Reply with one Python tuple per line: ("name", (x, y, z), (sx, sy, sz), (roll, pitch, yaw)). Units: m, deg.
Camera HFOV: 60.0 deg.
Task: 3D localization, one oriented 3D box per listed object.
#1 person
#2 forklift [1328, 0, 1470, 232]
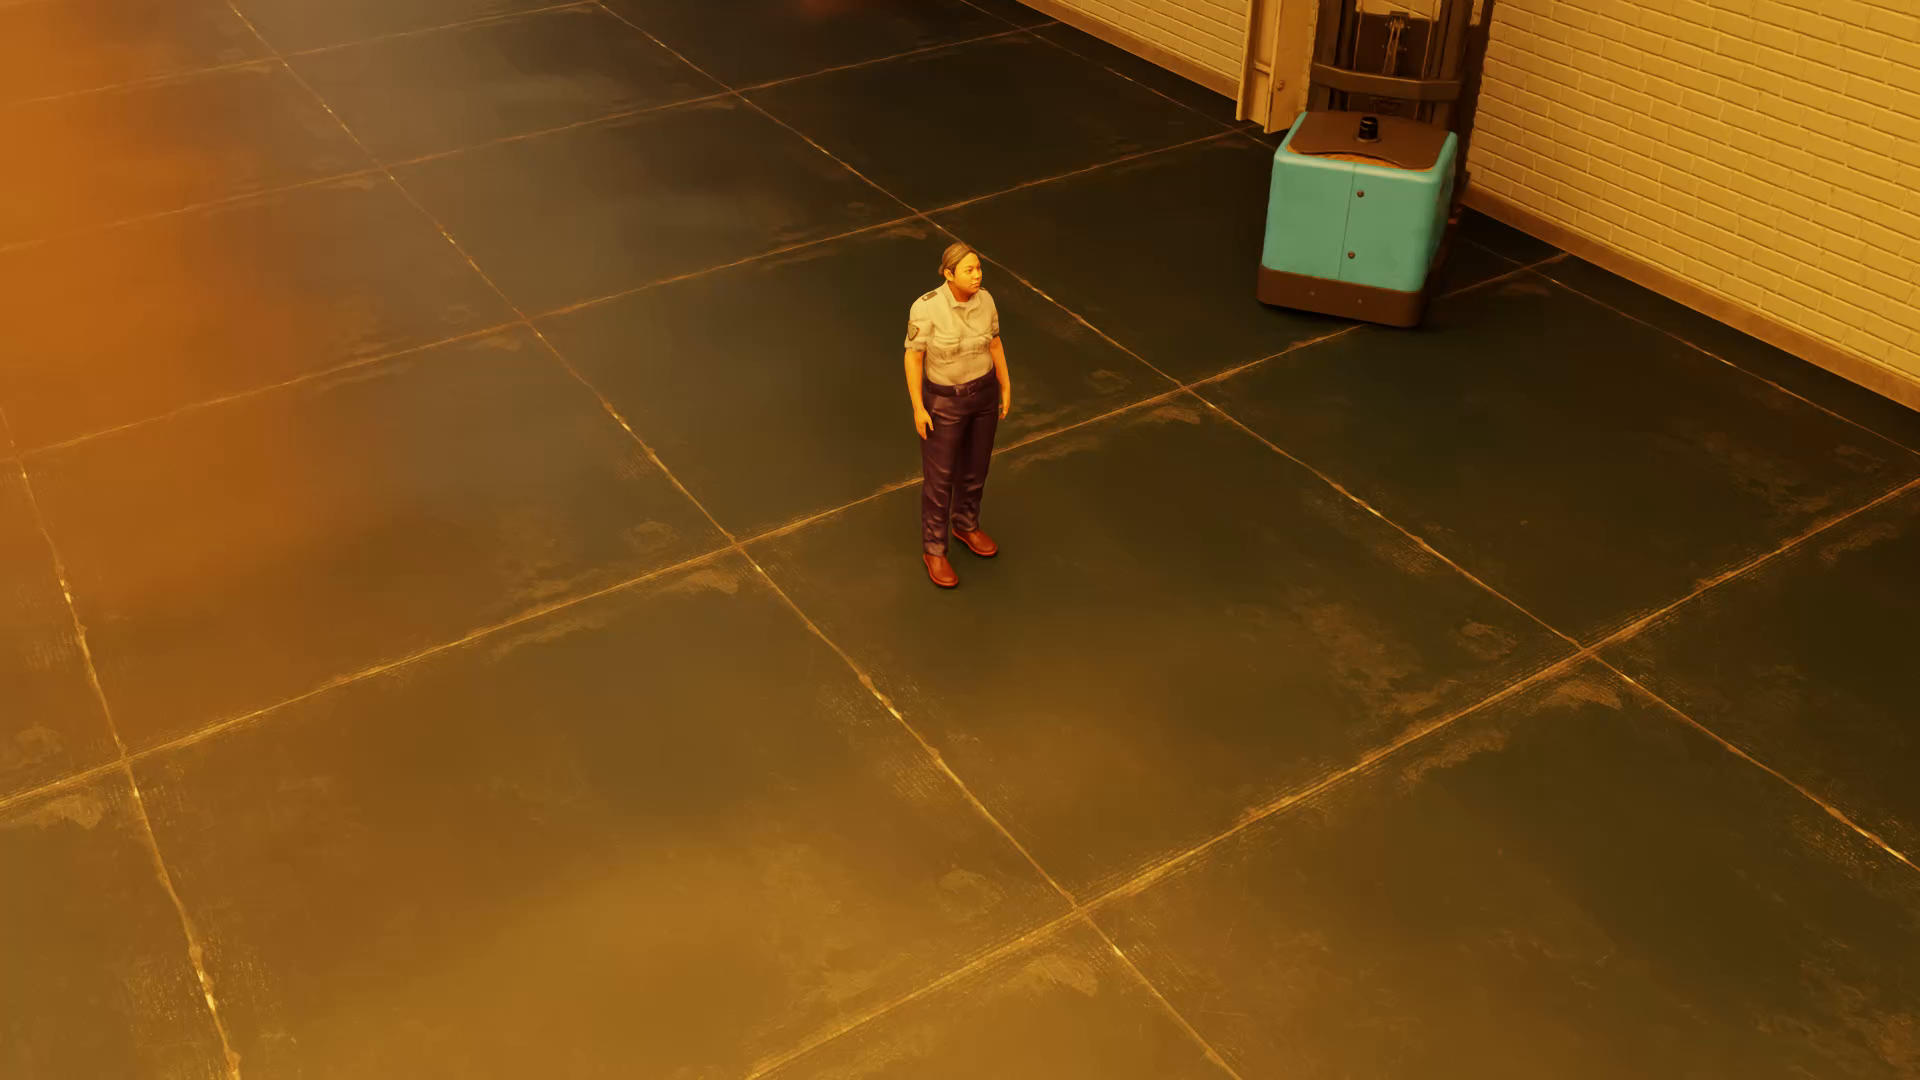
("person", (0.030, -0.629, 8.147), (0.598, 1.651, 0.502), (-21, 40, -27))
("forklift", (2.950, -3.381, 10.959), (1.121, 2.935, 3.031), (13, 37, 18))
